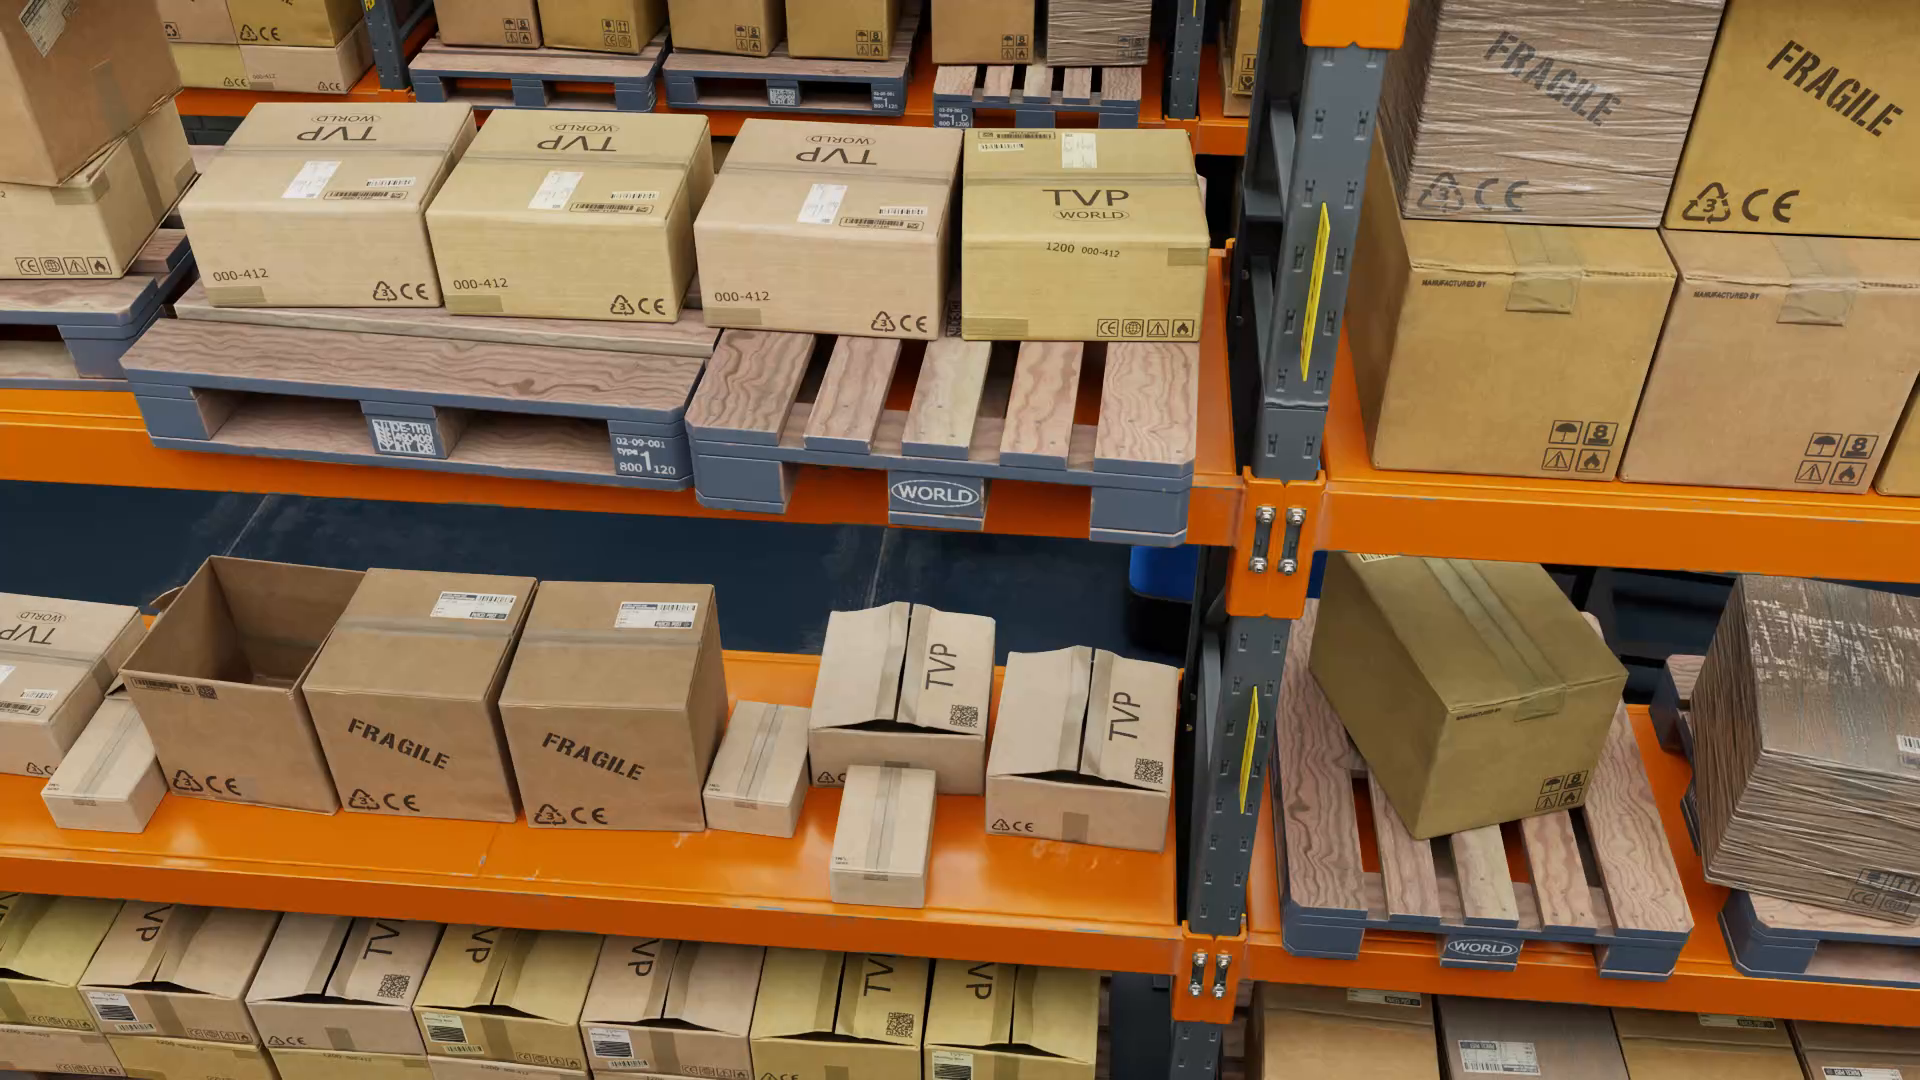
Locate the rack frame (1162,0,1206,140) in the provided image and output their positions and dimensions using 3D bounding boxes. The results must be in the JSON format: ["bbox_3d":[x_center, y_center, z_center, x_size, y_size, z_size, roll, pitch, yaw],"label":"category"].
[{"bbox_3d":[1.137,-2.527,8.478,0.127,3.000,1.000,3,39,4],"label":"rack frame"}]

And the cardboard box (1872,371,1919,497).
[{"bbox_3d":[2.177,-0.554,3.600,0.500,0.500,0.910,3,39,4],"label":"cardboard box"}]

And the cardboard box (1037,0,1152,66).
[{"bbox_3d":[0.668,-2.755,8.331,0.500,0.500,0.700,-1,39,-1],"label":"cardboard box"}]

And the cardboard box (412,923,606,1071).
[{"bbox_3d":[-1.350,1.319,5.154,0.500,0.311,0.500,4,39,5],"label":"cardboard box"}]

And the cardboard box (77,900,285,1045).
[{"bbox_3d":[-2.383,1.267,5.219,0.500,0.311,0.500,3,39,3],"label":"cardboard box"}]

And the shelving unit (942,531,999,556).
[{"bbox_3d":[0.053,-0.404,7.415,0.252,1.050,0.215,3,39,4],"label":"shelving unit"}]

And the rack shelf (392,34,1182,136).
[{"bbox_3d":[-0.856,-2.357,8.839,4.000,0.370,1.077,3,39,4],"label":"rack shelf"}]

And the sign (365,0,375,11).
[{"bbox_3d":[-2.887,-2.739,8.053,0.005,0.325,0.100,3,39,4],"label":"sign"}]

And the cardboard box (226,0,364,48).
[{"bbox_3d":[-3.346,-2.816,8.343,0.500,0.500,0.500,3,39,4],"label":"cardboard box"}]

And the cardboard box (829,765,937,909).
[{"bbox_3d":[-0.207,0.811,4.576,0.250,0.149,0.380,3,39,4],"label":"cardboard box"}]

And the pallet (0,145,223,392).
[{"bbox_3d":[-2.392,-0.678,3.982,1.217,0.209,0.805,2,39,2],"label":"pallet"}]

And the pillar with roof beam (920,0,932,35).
[{"bbox_3d":[-0.455,-2.761,4.013,0.400,9.000,9.100,3,39,4],"label":"pillar with roof beam"}]

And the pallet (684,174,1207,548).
[{"bbox_3d":[0.030,-0.482,3.739,1.003,0.211,1.213,5,39,6],"label":"pallet"}]

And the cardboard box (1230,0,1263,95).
[{"bbox_3d":[1.599,-2.501,8.116,0.500,0.500,0.500,4,39,5],"label":"cardboard box"}]

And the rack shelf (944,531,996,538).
[{"bbox_3d":[0.053,-0.180,7.597,0.240,0.259,0.215,3,39,4],"label":"rack shelf"}]

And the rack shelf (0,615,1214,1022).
[{"bbox_3d":[-1.279,0.759,5.011,4.000,0.370,1.077,3,39,4],"label":"rack shelf"}]

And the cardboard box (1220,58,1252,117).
[{"bbox_3d":[1.445,-2.273,8.350,0.250,0.149,0.380,3,39,3],"label":"cardboard box"}]

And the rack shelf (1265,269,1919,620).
[{"bbox_3d":[2.706,-0.186,3.797,4.000,0.370,1.077,3,39,4],"label":"rack shelf"}]

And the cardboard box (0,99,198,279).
[{"bbox_3d":[-2.111,-0.829,3.802,0.500,0.250,0.500,0,39,-1],"label":"cardboard box"}]

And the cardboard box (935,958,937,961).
[{"bbox_3d":[-0.284,1.253,5.681,0.500,0.250,0.500,2,39,3],"label":"cardboard box"}]

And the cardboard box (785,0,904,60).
[{"bbox_3d":[-0.575,-2.809,8.397,0.500,0.500,0.700,3,39,4],"label":"cardboard box"}]

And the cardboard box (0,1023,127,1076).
[{"bbox_3d":[-2.891,1.453,5.435,0.500,0.250,0.500,2,39,3],"label":"cardboard box"}]

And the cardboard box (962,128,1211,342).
[{"bbox_3d":[0.256,-0.668,3.605,0.500,0.250,0.500,0,39,1],"label":"cardboard box"}]

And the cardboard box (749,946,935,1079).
[{"bbox_3d":[-0.348,1.377,5.083,0.500,0.311,0.500,3,39,3],"label":"cardboard box"}]

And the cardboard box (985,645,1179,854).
[{"bbox_3d":[0.355,0.576,4.736,0.500,0.311,0.500,5,39,7],"label":"cardboard box"}]

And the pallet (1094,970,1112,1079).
[{"bbox_3d":[-0.103,1.601,5.616,1.213,0.211,1.003,3,39,4],"label":"pallet"}]

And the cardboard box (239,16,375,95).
[{"bbox_3d":[-3.346,-2.529,8.584,0.500,0.250,0.500,3,39,4],"label":"cardboard box"}]

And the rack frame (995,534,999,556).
[{"bbox_3d":[0.175,-0.398,7.407,0.008,1.050,0.200,3,39,4],"label":"rack frame"}]

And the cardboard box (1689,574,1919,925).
[{"bbox_3d":[2.245,0.521,4.322,0.500,0.500,0.700,10,40,12],"label":"cardboard box"}]

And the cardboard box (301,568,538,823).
[{"bbox_3d":[-1.484,0.440,4.754,0.500,0.500,0.500,3,39,4],"label":"cardboard box"}]

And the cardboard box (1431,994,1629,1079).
[{"bbox_3d":[1.664,1.617,5.018,0.500,0.500,0.500,2,39,2],"label":"cardboard box"}]

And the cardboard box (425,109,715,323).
[{"bbox_3d":[-0.836,-0.724,3.673,0.500,0.250,0.500,2,39,3],"label":"cardboard box"}]

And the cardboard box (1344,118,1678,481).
[{"bbox_3d":[1.151,-0.610,3.669,0.500,0.500,0.910,3,39,4],"label":"cardboard box"}]

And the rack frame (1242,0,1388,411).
[{"bbox_3d":[0.713,-1.738,2.756,0.127,3.000,1.000,3,39,4],"label":"rack frame"}]

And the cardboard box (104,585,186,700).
[{"bbox_3d":[-2.380,0.356,5.043,0.258,0.266,0.396,2,39,3],"label":"cardboard box"}]

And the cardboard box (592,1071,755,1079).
[{"bbox_3d":[-0.846,1.562,5.300,0.500,0.250,0.500,4,39,5],"label":"cardboard box"}]

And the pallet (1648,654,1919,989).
[{"bbox_3d":[2.651,0.766,4.584,1.213,0.211,1.003,3,39,4],"label":"pallet"}]

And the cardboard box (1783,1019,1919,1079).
[{"bbox_3d":[2.684,1.673,4.950,0.500,0.500,0.500,2,39,2],"label":"cardboard box"}]

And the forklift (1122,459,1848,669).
[{"bbox_3d":[2.275,-0.783,6.391,3.031,2.935,1.130,8,40,10],"label":"forklift"}]

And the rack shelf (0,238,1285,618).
[{"bbox_3d":[-1.279,-0.404,4.064,4.000,0.370,1.077,3,39,4],"label":"rack shelf"}]

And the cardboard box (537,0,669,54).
[{"bbox_3d":[-1.788,-2.870,8.472,0.500,0.500,0.700,7,40,8],"label":"cardboard box"}]

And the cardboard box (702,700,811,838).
[{"bbox_3d":[-0.562,0.652,4.771,0.250,0.149,0.380,6,40,7],"label":"cardboard box"}]

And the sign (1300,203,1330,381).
[{"bbox_3d":[0.657,-0.457,3.087,0.005,0.325,0.100,3,39,4],"label":"sign"}]

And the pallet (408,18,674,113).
[{"bbox_3d":[-2.099,-2.537,8.643,1.213,0.211,1.003,3,39,4],"label":"pallet"}]

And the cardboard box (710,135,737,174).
[{"bbox_3d":[-1.156,-2.159,9.064,0.500,0.250,0.500,2,39,3],"label":"cardboard box"}]

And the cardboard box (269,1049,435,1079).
[{"bbox_3d":[-1.866,1.508,5.367,0.500,0.250,0.500,2,39,2],"label":"cardboard box"}]

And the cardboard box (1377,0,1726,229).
[{"bbox_3d":[1.147,-0.973,3.322,0.500,0.500,0.500,3,39,4],"label":"cardboard box"}]

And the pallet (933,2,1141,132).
[{"bbox_3d":[0.418,-2.424,8.504,1.003,0.211,1.213,3,39,4],"label":"pallet"}]
